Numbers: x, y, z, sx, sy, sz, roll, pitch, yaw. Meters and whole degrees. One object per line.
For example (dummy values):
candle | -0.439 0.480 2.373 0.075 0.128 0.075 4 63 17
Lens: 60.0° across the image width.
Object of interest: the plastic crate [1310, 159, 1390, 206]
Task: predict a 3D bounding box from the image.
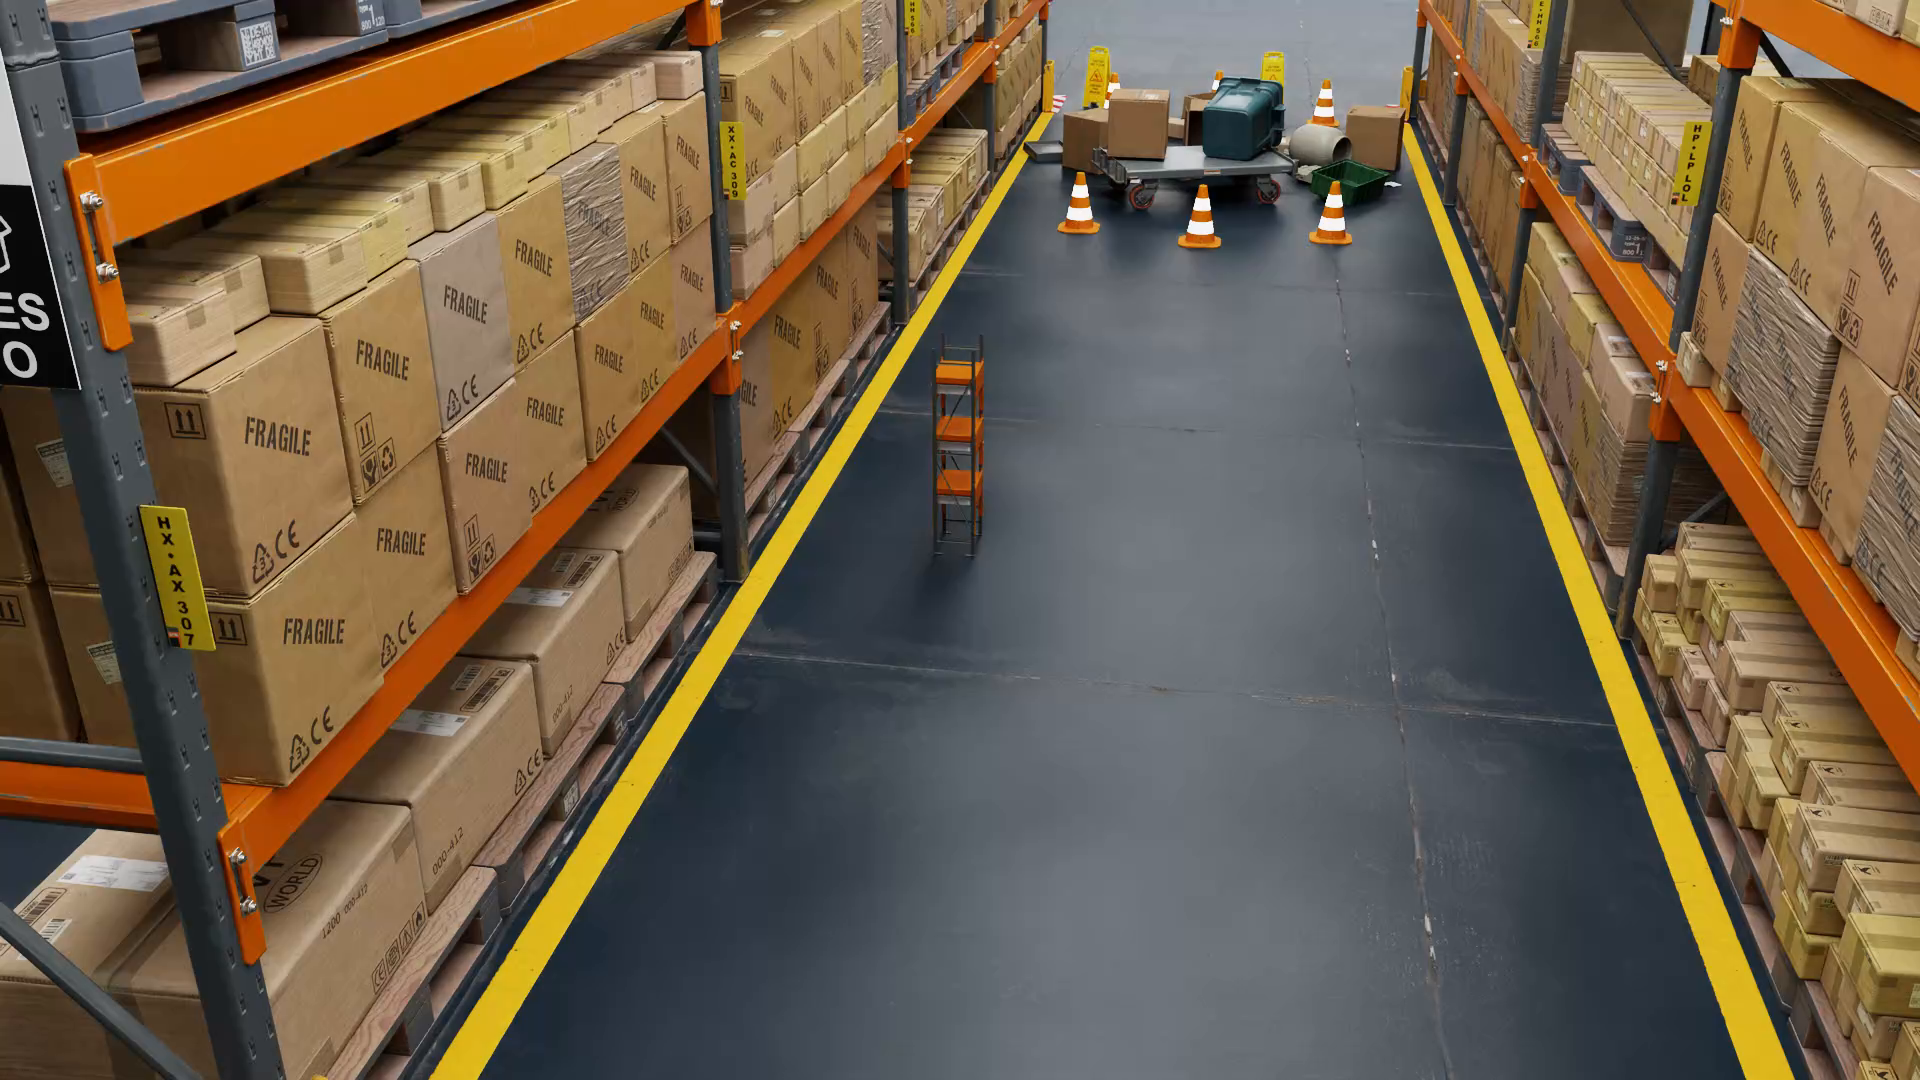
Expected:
plastic crate | 3.441 -3.166 14.725 0.450 0.188 0.662 29 36 30

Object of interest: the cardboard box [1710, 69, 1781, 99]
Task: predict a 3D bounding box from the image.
cardboard box | 4.337 -2.472 9.092 0.380 0.149 0.250 5 26 10

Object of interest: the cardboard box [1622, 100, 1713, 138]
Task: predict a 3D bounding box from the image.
cardboard box | 3.527 -2.089 8.274 0.380 0.149 0.250 4 25 8

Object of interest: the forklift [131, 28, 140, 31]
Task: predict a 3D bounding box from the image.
forklift | -3.308 -1.584 8.178 1.130 2.935 3.031 3 25 6

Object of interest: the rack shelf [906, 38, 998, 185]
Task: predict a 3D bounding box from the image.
rack shelf | -0.522 -3.388 12.799 1.077 0.370 4.000 4 25 9

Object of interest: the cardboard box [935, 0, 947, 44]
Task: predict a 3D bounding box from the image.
cardboard box | -0.389 -3.861 11.996 0.500 0.500 0.500 4 25 9

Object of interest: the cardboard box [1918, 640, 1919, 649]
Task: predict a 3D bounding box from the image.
cardboard box | 2.652 0.168 3.884 0.500 0.500 0.500 4 25 8

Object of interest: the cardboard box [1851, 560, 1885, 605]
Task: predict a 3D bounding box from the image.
cardboard box | 2.843 0.082 4.833 0.380 0.149 0.250 4 25 9

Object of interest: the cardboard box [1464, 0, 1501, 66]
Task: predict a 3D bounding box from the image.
cardboard box | 4.353 -4.094 13.340 0.500 0.500 0.500 4 25 9

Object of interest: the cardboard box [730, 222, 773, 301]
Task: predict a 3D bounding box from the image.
cardboard box | -1.170 -1.303 7.672 0.500 0.250 0.500 3 25 7

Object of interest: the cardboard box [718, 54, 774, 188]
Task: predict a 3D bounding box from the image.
cardboard box | -1.147 -1.867 7.403 0.500 0.500 0.500 4 25 9

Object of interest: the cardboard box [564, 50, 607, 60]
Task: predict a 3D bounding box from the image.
cardboard box | -1.677 -1.907 7.489 0.500 0.500 0.500 5 26 10

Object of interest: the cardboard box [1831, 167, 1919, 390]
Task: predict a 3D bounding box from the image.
cardboard box | 2.815 -0.724 4.610 0.500 0.500 0.500 3 25 7

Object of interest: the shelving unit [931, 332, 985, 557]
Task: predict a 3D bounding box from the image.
shelving unit | -0.009 -0.453 7.980 0.215 1.050 0.252 4 25 9

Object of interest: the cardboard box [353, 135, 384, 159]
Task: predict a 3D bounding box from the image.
cardboard box | -2.078 -1.247 5.313 0.380 0.149 0.250 4 25 9

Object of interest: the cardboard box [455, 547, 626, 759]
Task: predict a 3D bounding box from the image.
cardboard box | -1.857 0.395 6.395 0.875 0.438 0.875 3 25 7

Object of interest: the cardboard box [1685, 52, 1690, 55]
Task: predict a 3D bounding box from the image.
cardboard box | 4.471 -3.004 11.012 0.500 0.500 0.500 4 25 8

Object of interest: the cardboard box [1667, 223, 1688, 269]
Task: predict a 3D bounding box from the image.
cardboard box | 3.309 -1.269 7.224 0.380 0.149 0.250 4 25 9

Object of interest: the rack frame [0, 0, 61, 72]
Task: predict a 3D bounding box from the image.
rack frame | -2.156 -2.249 2.440 1.000 3.000 0.127 4 25 9

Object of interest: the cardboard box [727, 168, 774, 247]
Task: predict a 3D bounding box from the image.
cardboard box | -1.153 -1.528 7.563 0.500 0.250 0.500 3 25 7

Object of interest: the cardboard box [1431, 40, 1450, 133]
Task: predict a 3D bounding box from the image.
cardboard box | 5.171 -4.495 16.325 0.875 0.875 0.875 4 25 8

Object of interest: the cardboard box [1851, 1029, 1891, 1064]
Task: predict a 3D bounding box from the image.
cardboard box | 2.694 1.416 4.554 0.380 0.149 0.250 4 25 8

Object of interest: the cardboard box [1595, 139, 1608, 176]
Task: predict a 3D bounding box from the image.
cardboard box | 3.607 -2.031 8.851 0.380 0.149 0.250 5 26 10

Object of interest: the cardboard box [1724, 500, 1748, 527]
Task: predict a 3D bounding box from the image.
cardboard box | 3.780 -0.253 7.705 0.500 0.500 0.500 5 26 11

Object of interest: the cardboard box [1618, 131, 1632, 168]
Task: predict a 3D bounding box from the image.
cardboard box | 3.525 -1.948 8.324 0.380 0.149 0.250 5 26 10

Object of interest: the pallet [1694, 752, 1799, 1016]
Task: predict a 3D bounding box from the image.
pallet | 3.125 1.154 5.536 1.003 0.211 1.213 4 25 9

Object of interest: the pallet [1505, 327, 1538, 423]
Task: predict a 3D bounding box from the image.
pallet | 3.922 -0.987 10.111 1.003 0.211 1.213 4 25 9

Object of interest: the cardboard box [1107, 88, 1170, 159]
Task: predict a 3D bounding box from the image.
cardboard box | 1.566 -3.651 14.567 0.500 0.500 0.500 4 25 9

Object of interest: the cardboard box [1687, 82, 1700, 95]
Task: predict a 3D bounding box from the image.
cardboard box | 4.420 -2.550 9.610 0.380 0.149 0.250 5 25 10

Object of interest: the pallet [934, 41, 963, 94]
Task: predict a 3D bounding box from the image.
pallet | -0.566 -3.622 12.675 1.003 0.211 1.213 4 25 9

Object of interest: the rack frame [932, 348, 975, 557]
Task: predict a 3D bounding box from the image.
rack frame | -0.029 -0.402 7.871 0.200 1.050 0.008 4 25 9

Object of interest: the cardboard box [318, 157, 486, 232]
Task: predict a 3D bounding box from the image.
cardboard box | -1.599 -0.995 4.774 0.380 0.149 0.250 4 25 9

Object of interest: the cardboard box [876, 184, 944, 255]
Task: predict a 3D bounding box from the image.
cardboard box | -0.634 -2.423 12.492 0.950 0.372 0.625 4 25 8

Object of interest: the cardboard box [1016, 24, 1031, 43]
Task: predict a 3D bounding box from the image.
cardboard box | 0.502 -5.076 16.654 0.380 0.149 0.250 5 26 11

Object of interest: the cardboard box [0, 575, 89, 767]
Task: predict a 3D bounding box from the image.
cardboard box | -2.339 0.203 4.161 0.500 0.500 0.500 4 25 9

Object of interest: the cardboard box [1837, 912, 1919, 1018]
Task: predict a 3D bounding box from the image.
cardboard box | 2.595 1.143 4.435 0.380 0.149 0.250 3 25 7

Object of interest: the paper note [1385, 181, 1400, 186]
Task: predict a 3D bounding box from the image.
paper note | 3.921 -3.250 15.156 0.147 0.020 0.142 -14 29 -27

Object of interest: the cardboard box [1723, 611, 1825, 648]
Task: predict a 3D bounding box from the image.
cardboard box | 3.020 0.388 6.048 0.380 0.149 0.250 3 25 7

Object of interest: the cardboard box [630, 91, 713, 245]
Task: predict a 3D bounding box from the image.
cardboard box | -1.307 -1.486 6.590 0.500 0.500 0.500 4 25 8

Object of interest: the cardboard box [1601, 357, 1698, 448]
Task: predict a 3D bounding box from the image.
cardboard box | 3.270 -0.631 7.628 0.500 0.250 0.500 3 25 7

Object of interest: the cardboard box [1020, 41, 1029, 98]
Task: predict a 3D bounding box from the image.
cardboard box | 0.413 -4.726 16.672 0.500 0.500 0.500 3 25 7

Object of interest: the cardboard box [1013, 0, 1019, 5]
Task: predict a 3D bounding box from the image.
cardboard box | 0.306 -5.316 15.600 0.500 0.500 0.500 4 25 8

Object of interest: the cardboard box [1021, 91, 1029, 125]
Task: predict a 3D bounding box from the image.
cardboard box | 0.419 -4.376 16.810 0.500 0.250 0.500 3 25 7

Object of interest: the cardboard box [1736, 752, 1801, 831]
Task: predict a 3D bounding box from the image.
cardboard box | 2.781 0.837 5.441 0.380 0.149 0.250 4 25 9

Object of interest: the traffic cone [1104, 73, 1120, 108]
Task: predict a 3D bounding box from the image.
traffic cone | 1.661 -4.805 17.971 0.336 0.463 0.334 4 25 9

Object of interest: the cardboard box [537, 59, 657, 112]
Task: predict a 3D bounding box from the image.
cardboard box | -1.389 -1.743 6.373 0.380 0.149 0.250 5 25 10

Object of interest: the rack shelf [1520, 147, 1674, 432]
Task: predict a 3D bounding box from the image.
rack shelf | 3.724 -1.415 8.583 1.077 0.370 4.000 4 25 9

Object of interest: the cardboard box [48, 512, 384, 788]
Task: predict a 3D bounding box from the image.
cardboard box | -1.795 0.242 4.077 0.500 0.500 0.500 4 25 8

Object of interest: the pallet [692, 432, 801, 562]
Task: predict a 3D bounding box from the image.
pallet | -1.451 -0.270 8.577 1.003 0.211 1.213 4 25 9

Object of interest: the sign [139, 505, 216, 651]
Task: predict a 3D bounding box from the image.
sign | -1.610 0.081 3.424 0.100 0.325 0.005 4 25 9

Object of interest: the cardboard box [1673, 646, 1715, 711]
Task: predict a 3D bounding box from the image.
cardboard box | 2.988 0.546 6.413 0.380 0.149 0.250 4 25 8

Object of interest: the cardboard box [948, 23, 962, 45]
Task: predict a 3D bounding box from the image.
cardboard box | -0.188 -3.967 12.988 0.380 0.149 0.250 4 25 8
